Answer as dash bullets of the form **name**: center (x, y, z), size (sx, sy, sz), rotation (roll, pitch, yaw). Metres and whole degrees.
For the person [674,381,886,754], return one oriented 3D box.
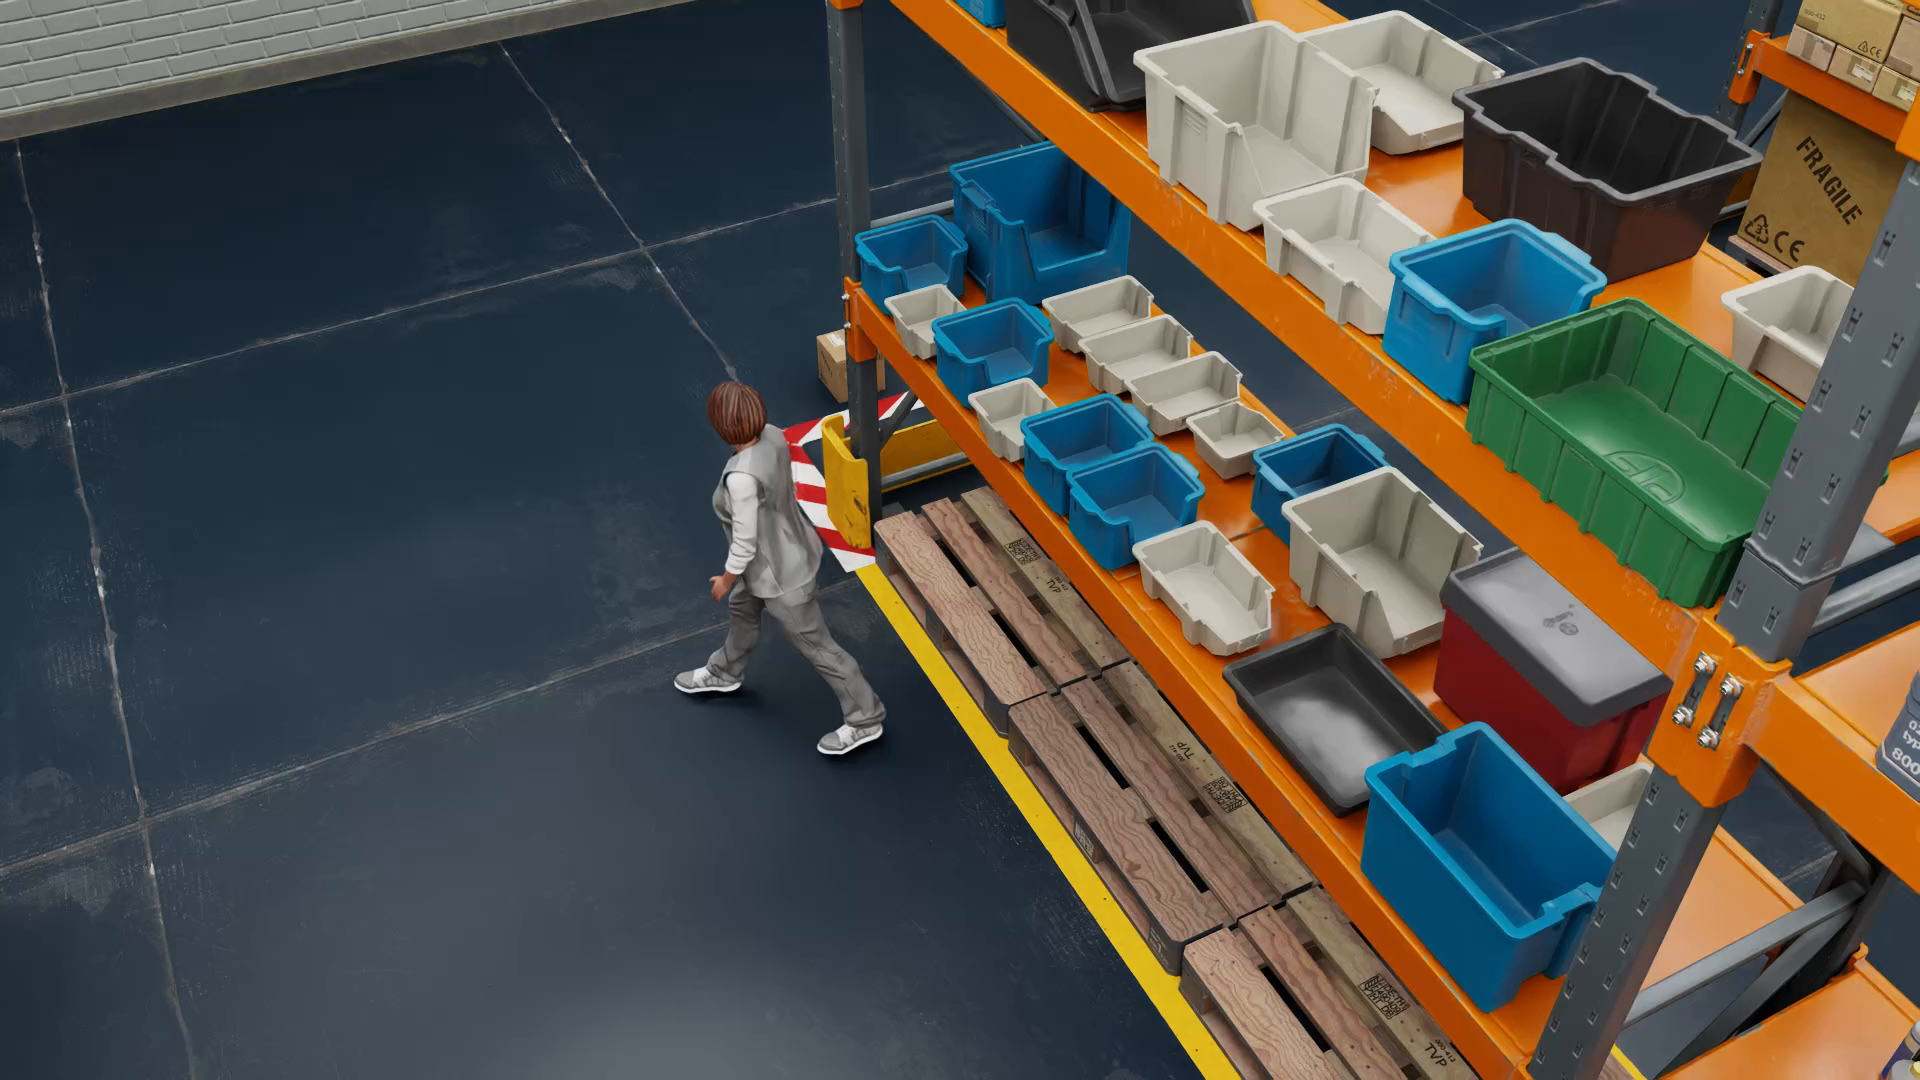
- **person**: center (-0.720, 0.098, 6.120), size (0.889, 1.535, 0.487), rotation (4, 42, 4)
